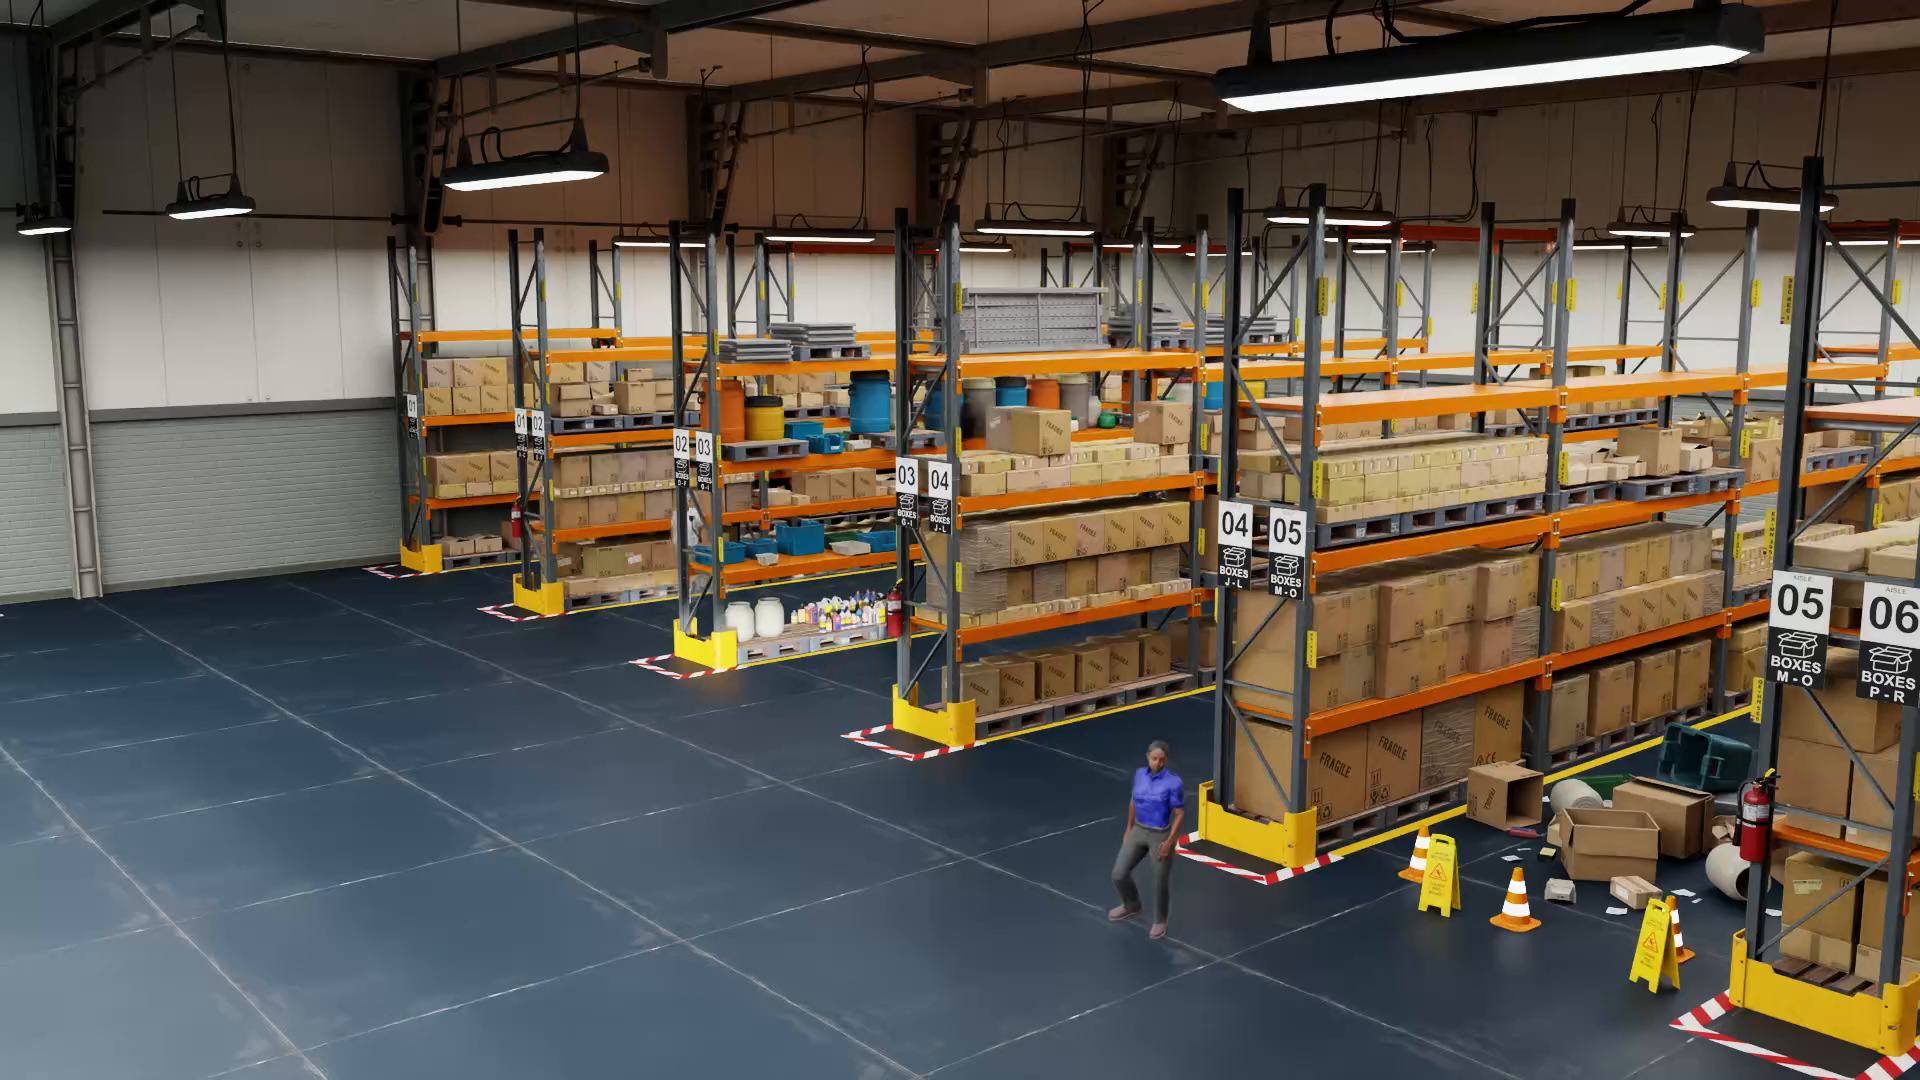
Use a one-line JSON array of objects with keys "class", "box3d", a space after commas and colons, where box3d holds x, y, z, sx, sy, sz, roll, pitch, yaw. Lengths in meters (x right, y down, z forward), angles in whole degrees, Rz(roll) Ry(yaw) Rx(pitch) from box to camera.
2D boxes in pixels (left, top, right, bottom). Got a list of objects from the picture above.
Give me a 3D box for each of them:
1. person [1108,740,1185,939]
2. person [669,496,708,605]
[{"class": "person", "box3d": [1.451, 2.377, 13.165, 0.704, 1.643, 0.594, 5, 10, 30]}, {"class": "person", "box3d": [-4.247, 0.126, 25.978, 0.582, 1.729, 0.709, -1, 9, -6]}]
